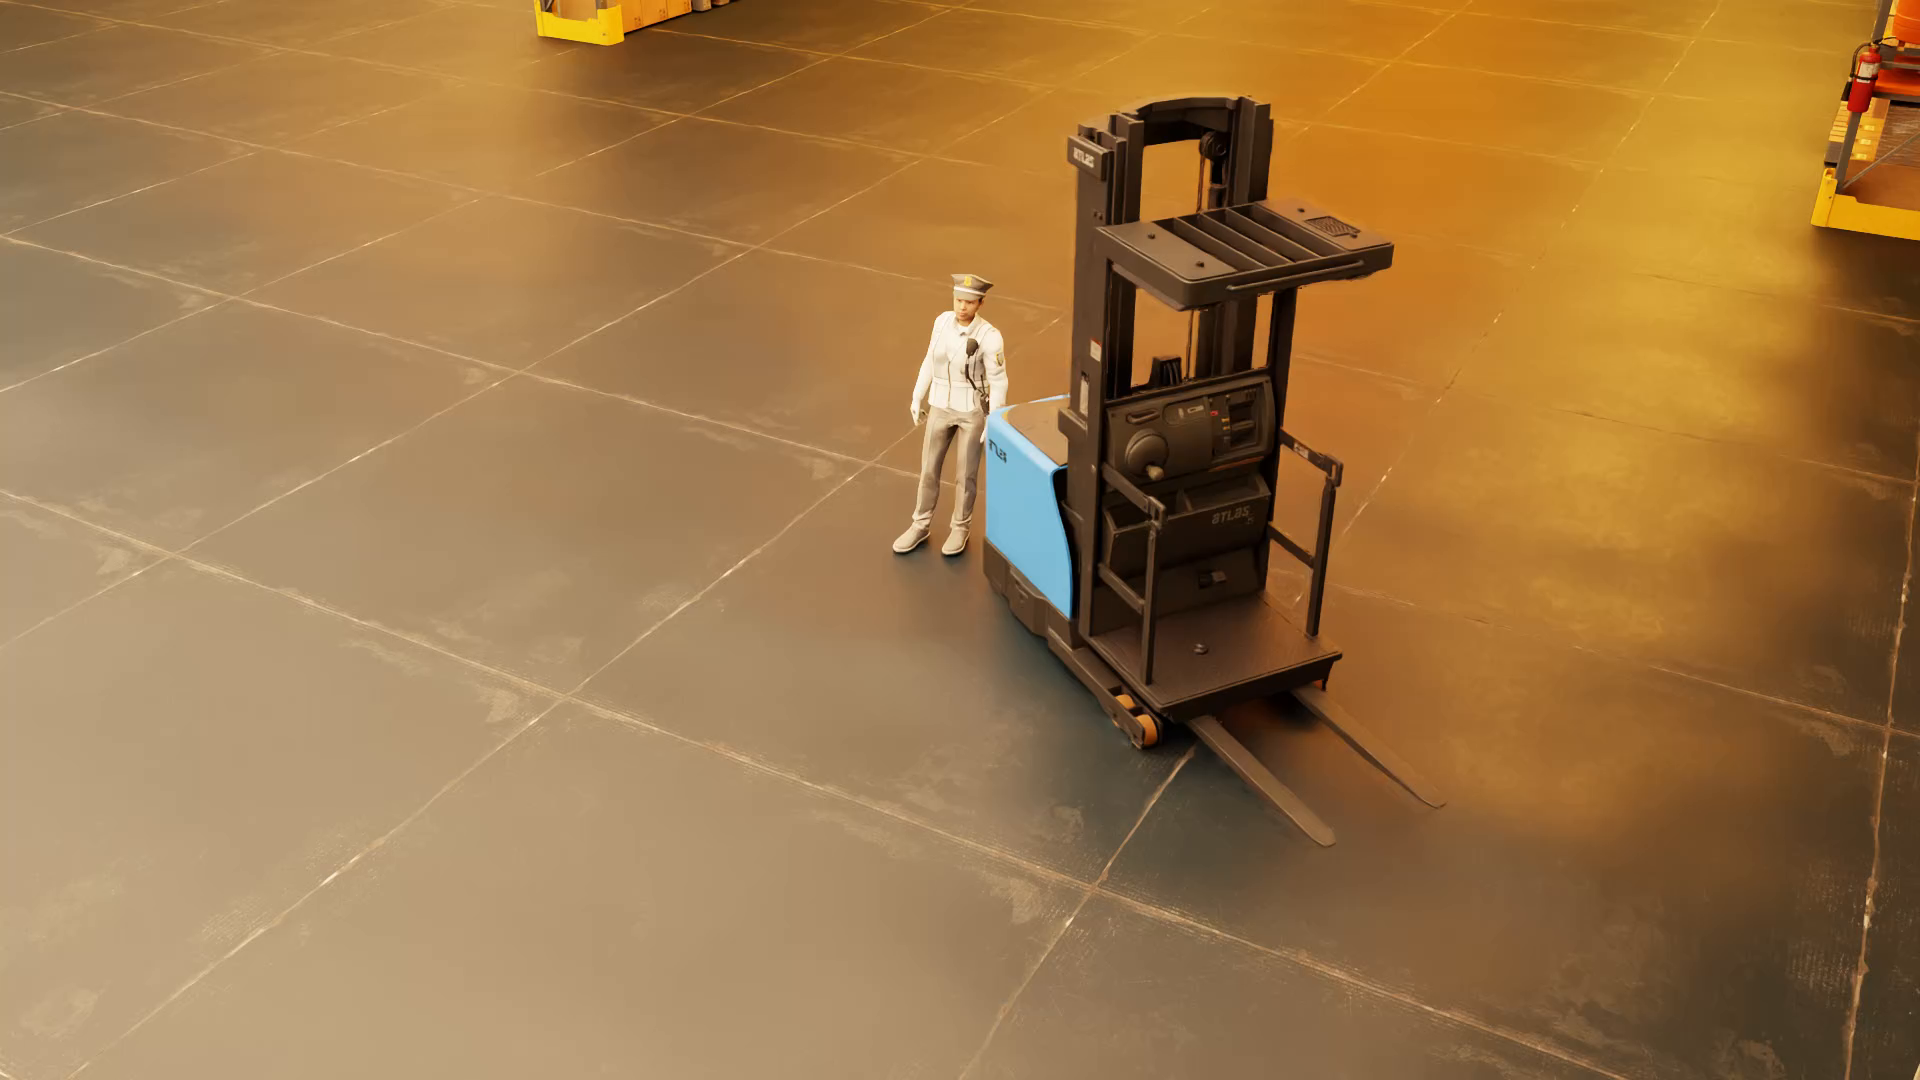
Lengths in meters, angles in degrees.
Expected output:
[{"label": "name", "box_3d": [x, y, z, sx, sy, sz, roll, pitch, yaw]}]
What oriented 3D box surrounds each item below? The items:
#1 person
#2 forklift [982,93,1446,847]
[{"label": "person", "box_3d": [-0.040, -0.712, 9.527, 0.586, 1.694, 0.530, 15, 33, 25]}, {"label": "forklift", "box_3d": [1.227, -0.493, 7.924, 1.130, 2.935, 3.031, -14, 33, -22]}]
